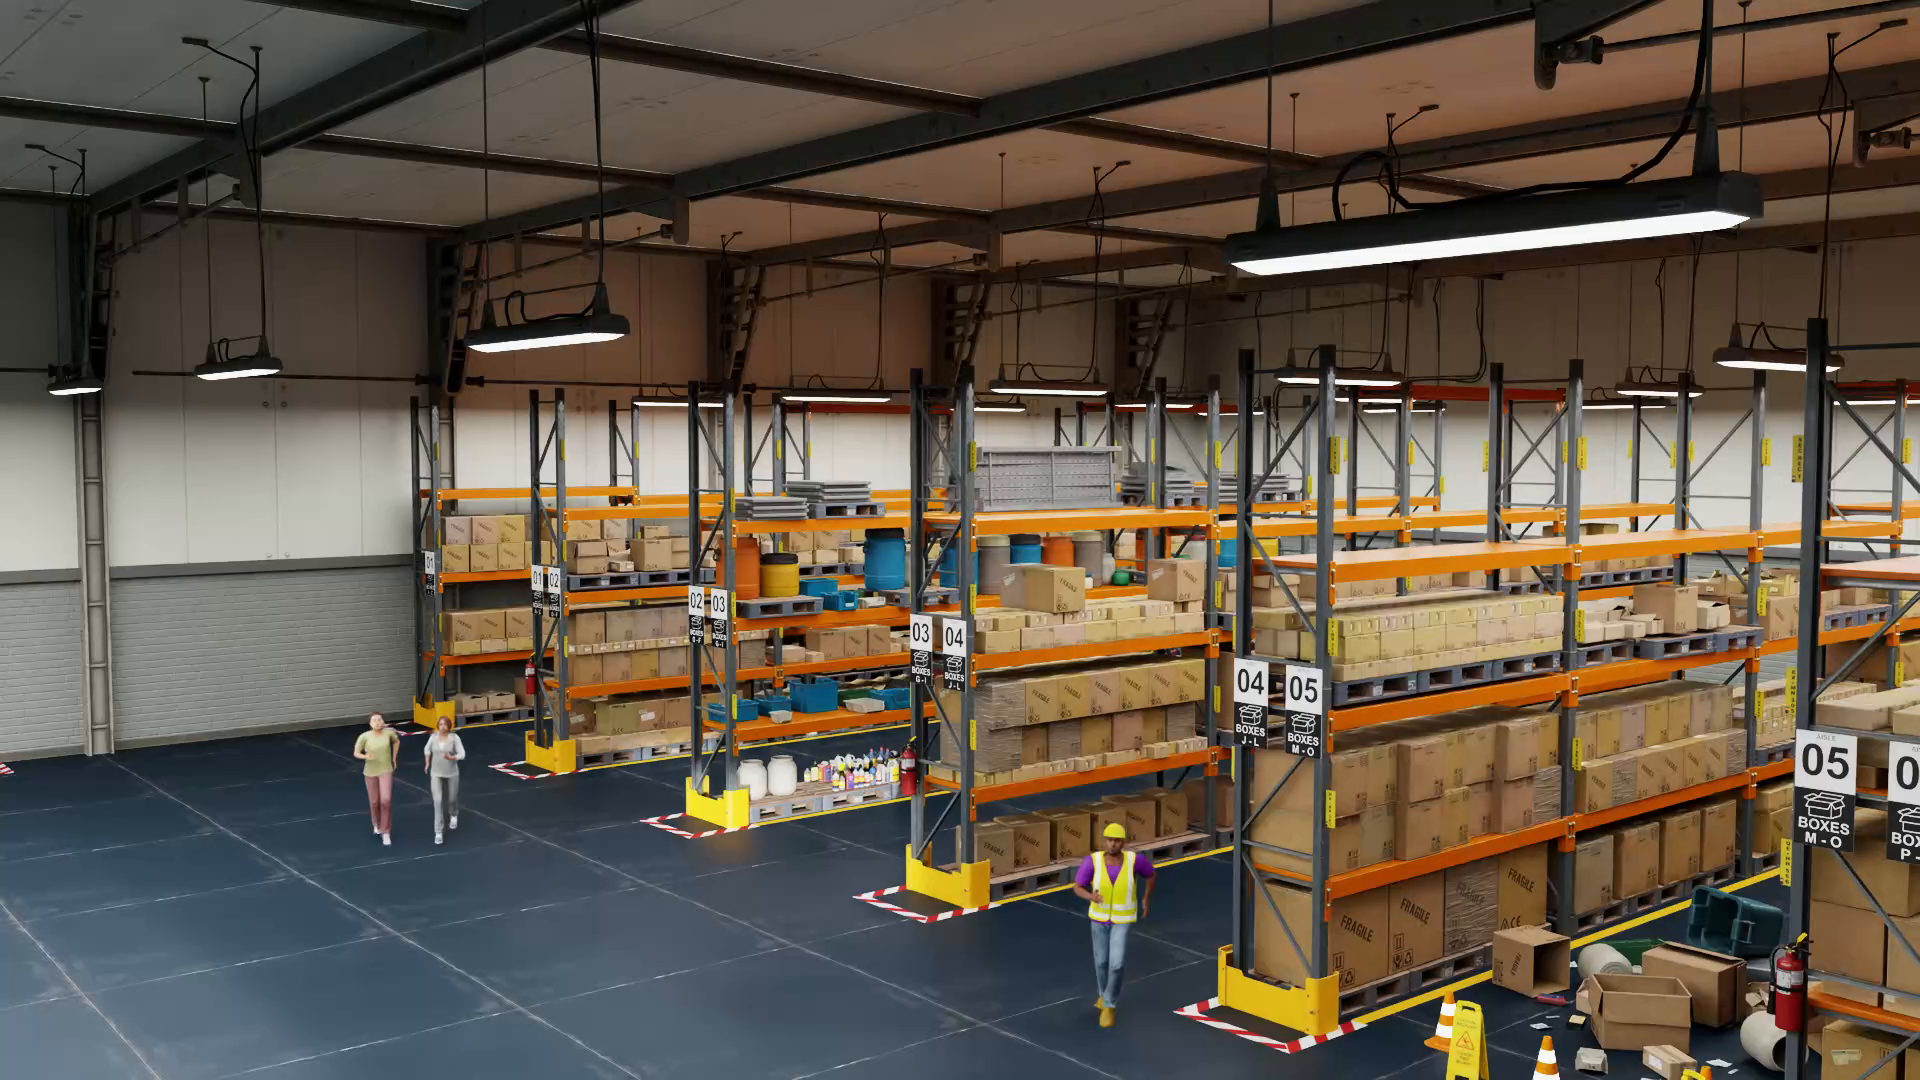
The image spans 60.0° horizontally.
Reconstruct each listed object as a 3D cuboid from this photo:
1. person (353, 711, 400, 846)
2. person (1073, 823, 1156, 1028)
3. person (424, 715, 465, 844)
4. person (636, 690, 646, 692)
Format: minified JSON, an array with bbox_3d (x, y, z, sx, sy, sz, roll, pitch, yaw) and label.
[{"bbox_3d":[-7.540,3.057,21.515,0.564,1.713,0.744,-1,4,-17],"label":"person"},{"bbox_3d":[1.365,3.417,14.839,0.701,1.812,0.689,1,3,15],"label":"person"},{"bbox_3d":[-6.698,3.069,21.606,0.534,1.589,0.890,-1,3,-12],"label":"person"},{"bbox_3d":[-5.676,2.500,29.623,0.903,1.823,0.660,-3,5,-44],"label":"person"}]
